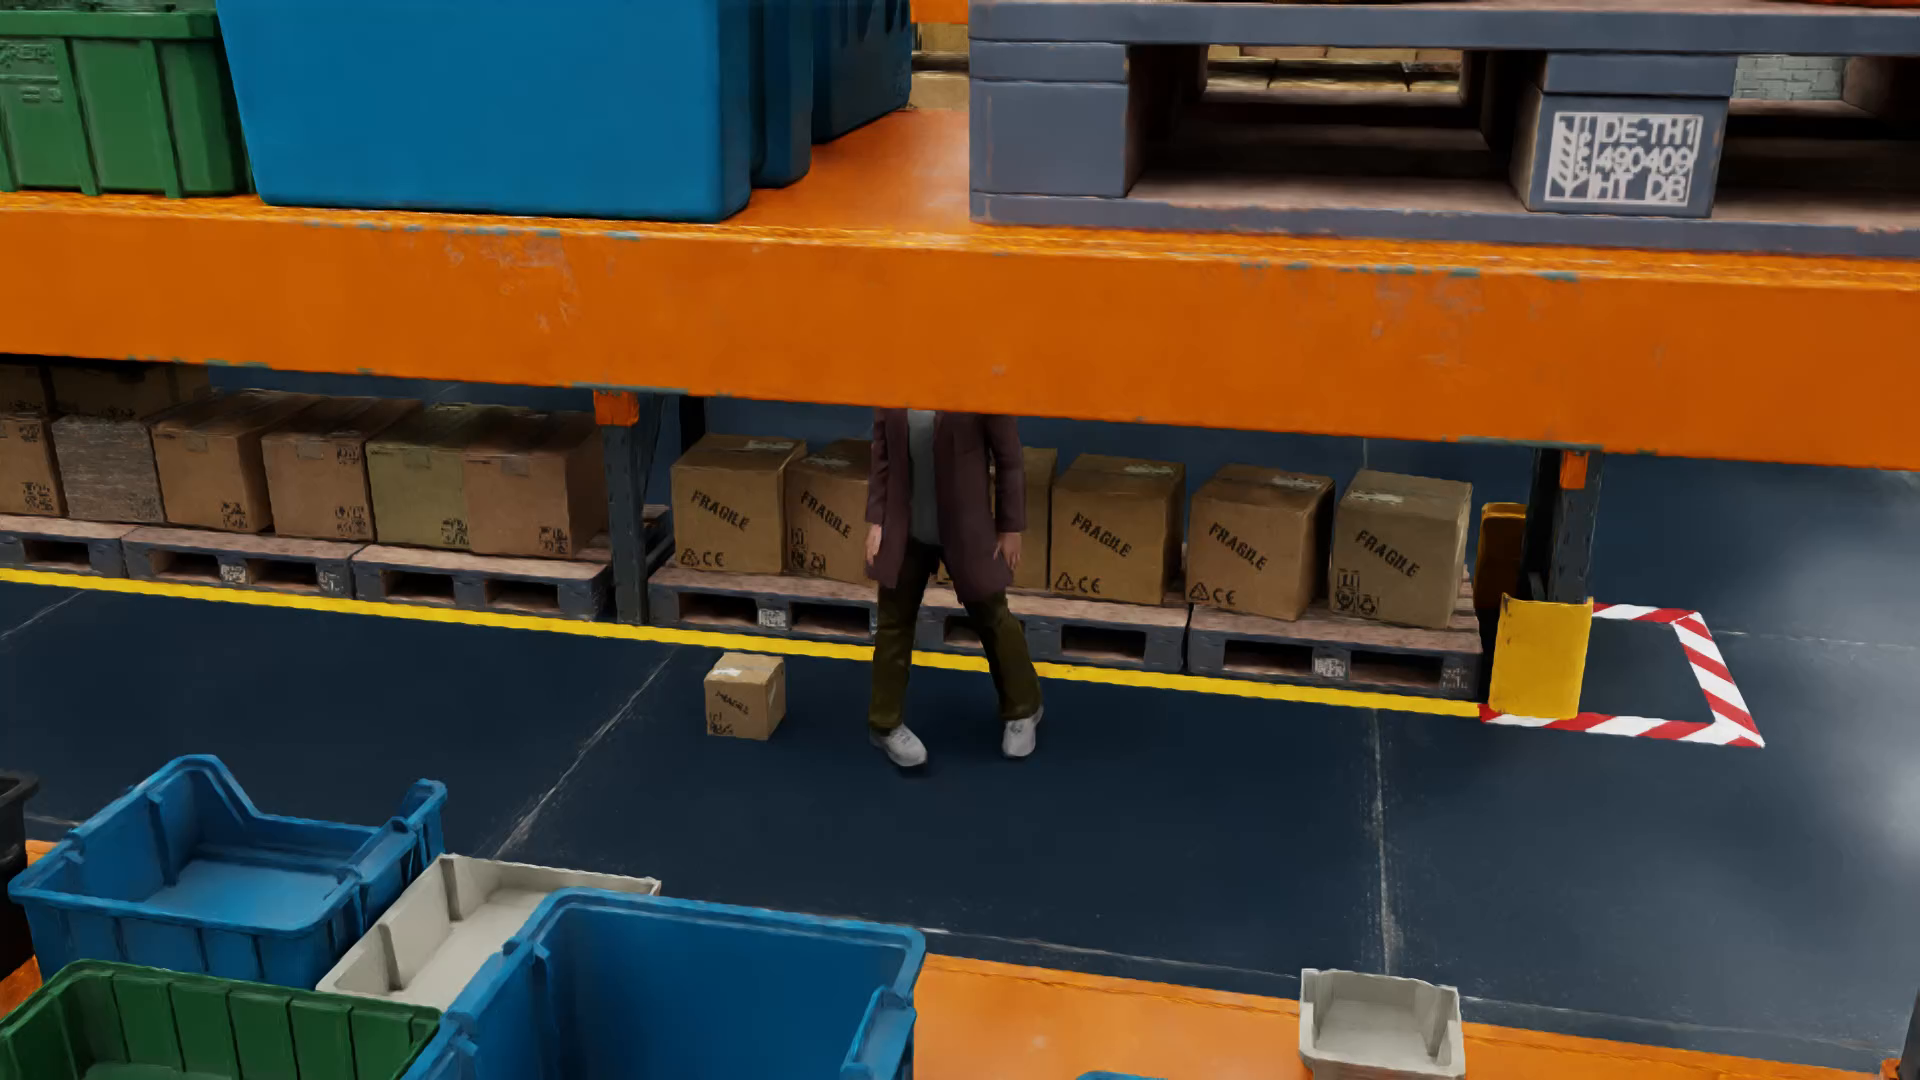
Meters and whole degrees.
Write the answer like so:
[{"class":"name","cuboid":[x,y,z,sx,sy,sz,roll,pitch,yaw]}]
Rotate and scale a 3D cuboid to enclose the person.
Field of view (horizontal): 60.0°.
[{"class":"person","cuboid":[-0.036,-0.030,6.183,0.649,1.787,0.627,8,23,20]}]
